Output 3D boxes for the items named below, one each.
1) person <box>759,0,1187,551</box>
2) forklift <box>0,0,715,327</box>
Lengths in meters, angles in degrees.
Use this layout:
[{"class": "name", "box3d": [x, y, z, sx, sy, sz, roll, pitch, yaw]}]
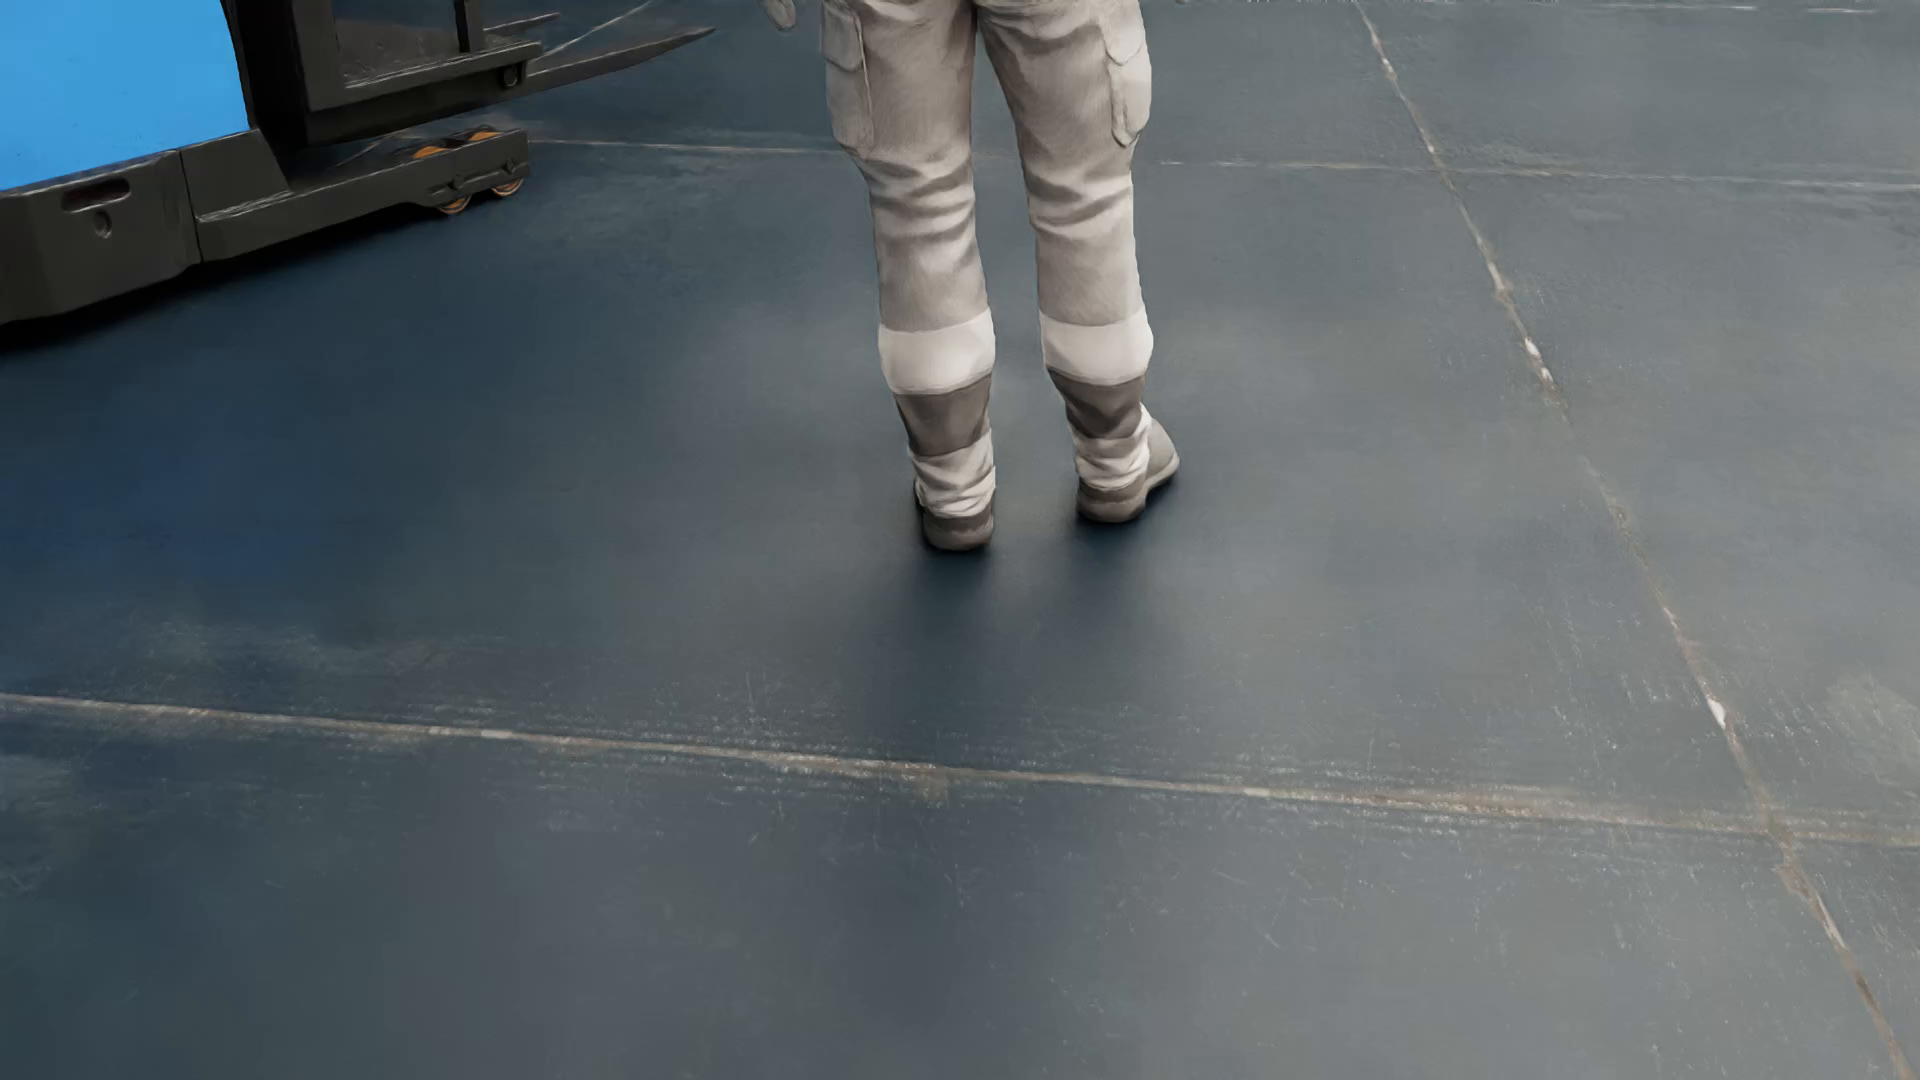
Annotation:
[{"class": "person", "box3d": [0.022, -0.842, 2.168, 0.637, 1.787, 0.563, 3, 27, 7]}, {"class": "forklift", "box3d": [-1.766, -2.198, 3.623, 1.130, 2.935, 3.031, 13, 29, 24]}]
